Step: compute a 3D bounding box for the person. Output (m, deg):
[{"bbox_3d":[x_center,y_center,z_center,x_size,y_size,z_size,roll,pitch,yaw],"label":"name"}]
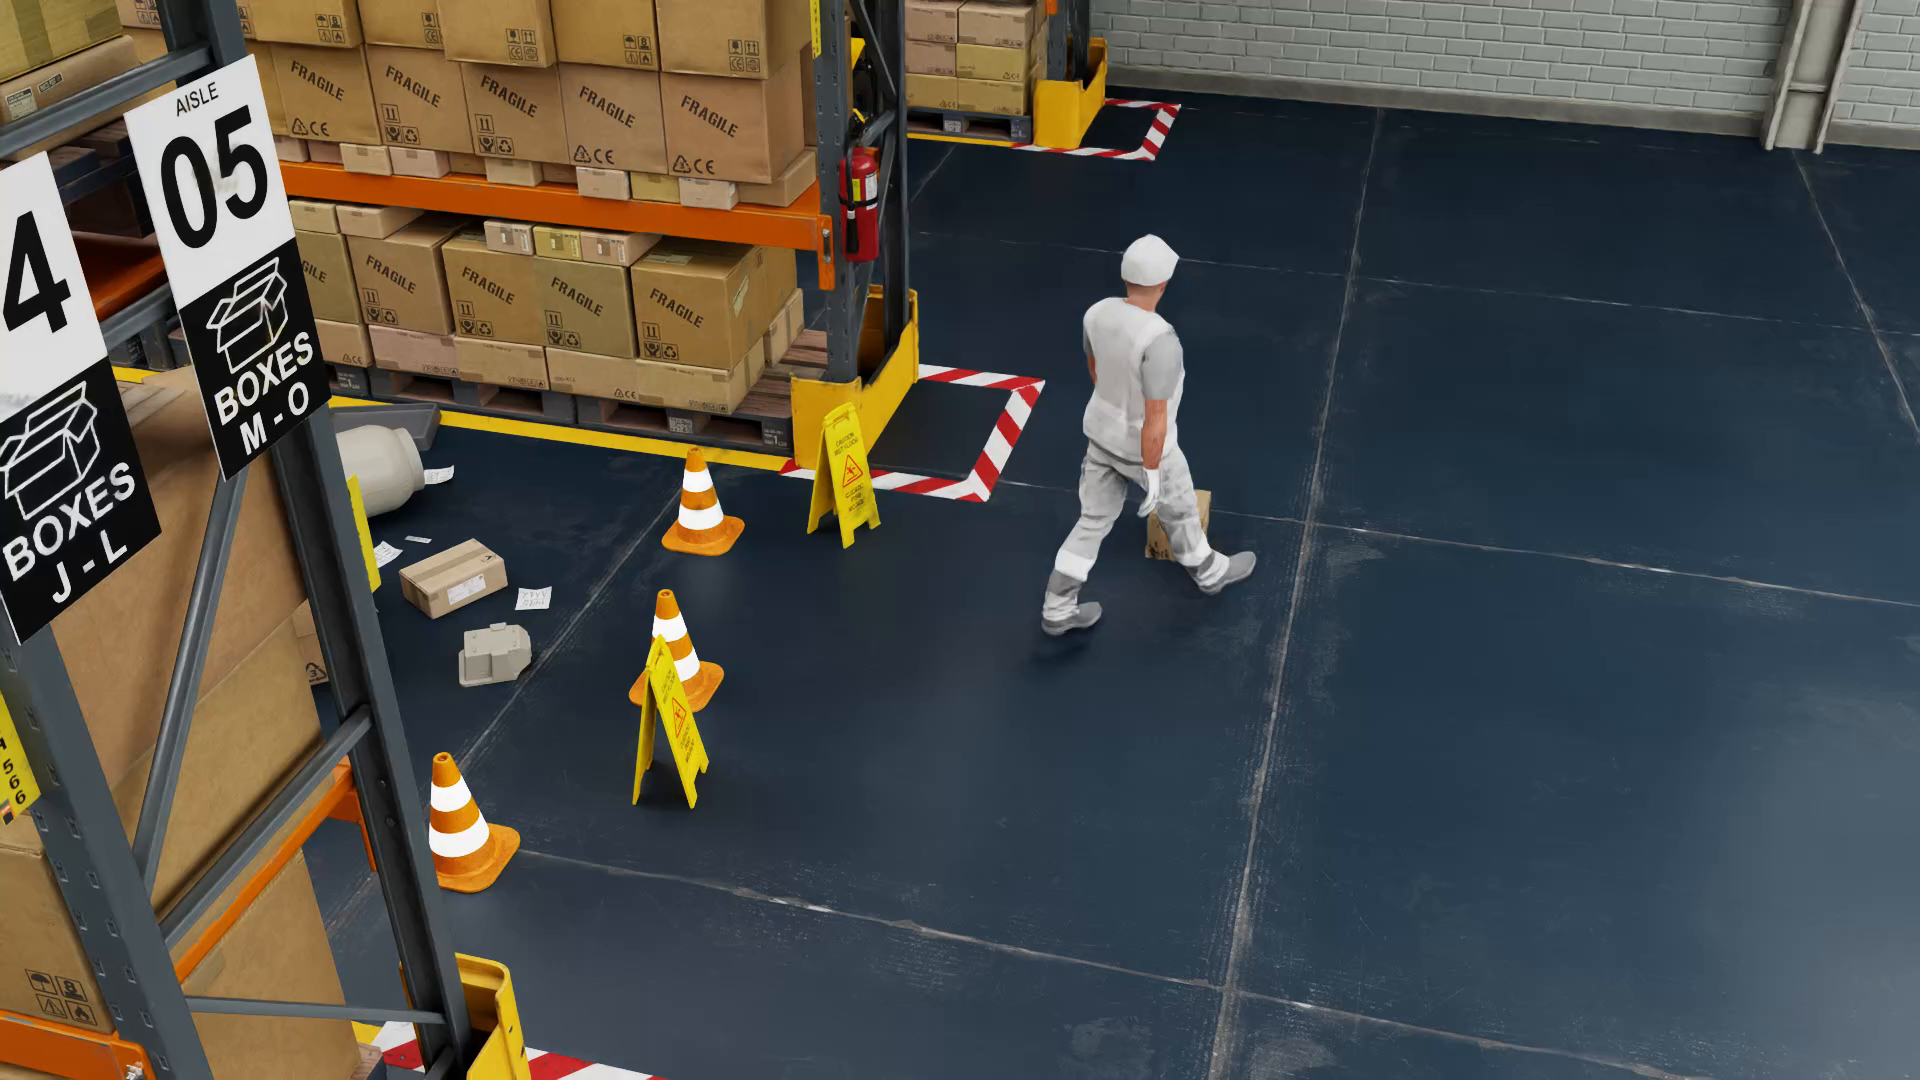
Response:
[{"bbox_3d":[0.805,-0.461,6.819,1.016,1.729,0.581,-24,40,-33],"label":"person"}]
